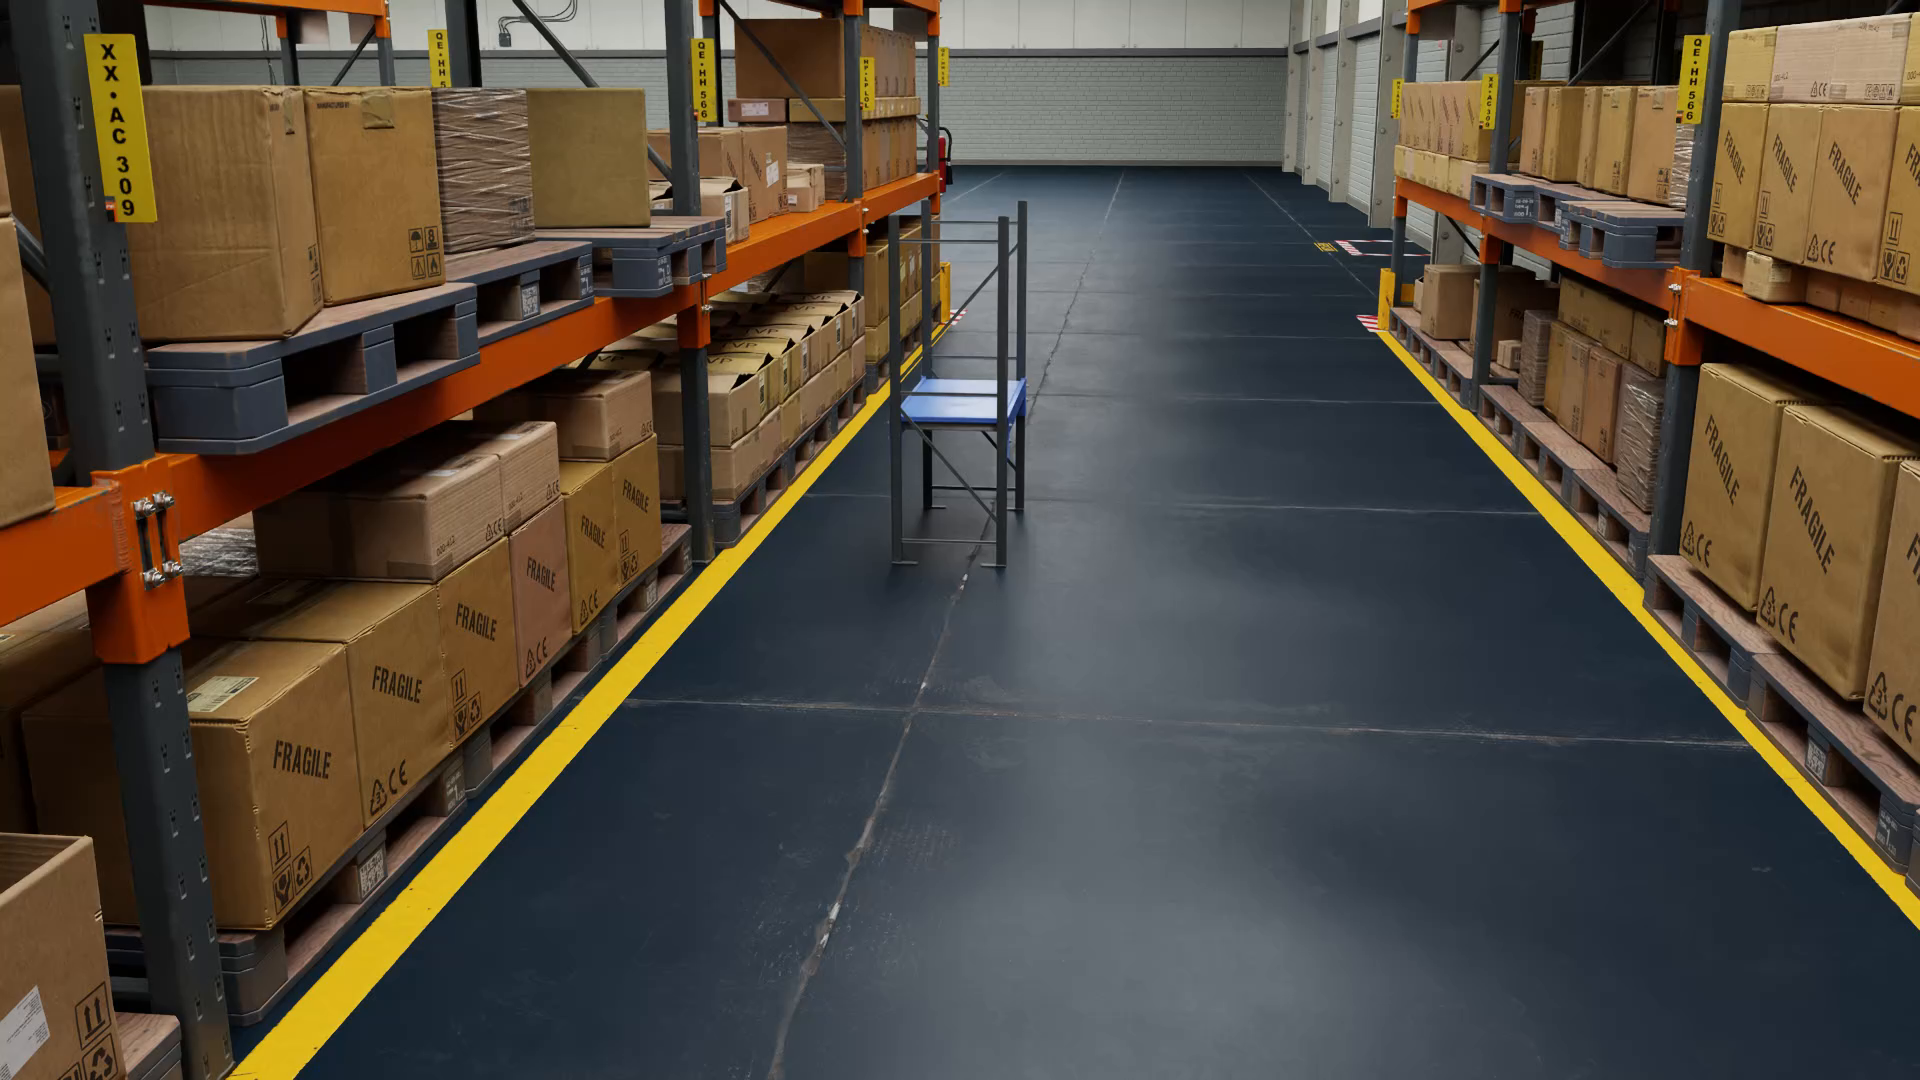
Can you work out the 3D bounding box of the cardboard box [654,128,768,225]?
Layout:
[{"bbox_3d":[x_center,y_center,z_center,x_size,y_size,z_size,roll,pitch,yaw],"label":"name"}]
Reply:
[{"bbox_3d":[-1.354,-1.985,9.066,0.500,0.500,0.500,2,15,6],"label":"cardboard box"}]

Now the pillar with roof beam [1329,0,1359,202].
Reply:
[{"bbox_3d":[2.773,-10.779,30.286,9.100,9.000,0.400,2,15,6],"label":"pillar with roof beam"}]

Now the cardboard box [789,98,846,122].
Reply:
[{"bbox_3d":[-0.912,-2.828,10.939,0.380,0.149,0.250,2,15,6],"label":"cardboard box"}]

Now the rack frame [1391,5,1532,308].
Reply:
[{"bbox_3d":[4.239,-3.295,14.100,1.000,3.000,0.127,2,15,6],"label":"rack frame"}]

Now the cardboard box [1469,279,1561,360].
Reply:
[{"bbox_3d":[3.865,-1.533,11.533,0.500,0.500,0.500,1,15,2],"label":"cardboard box"}]

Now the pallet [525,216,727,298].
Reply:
[{"bbox_3d":[-1.593,-1.094,6.330,1.213,0.211,1.003,2,15,6],"label":"pallet"}]

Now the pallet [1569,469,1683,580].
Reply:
[{"bbox_3d":[3.426,-0.076,7.540,1.003,0.211,1.213,2,15,6],"label":"pallet"}]

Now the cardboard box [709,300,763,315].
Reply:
[{"bbox_3d":[-1.491,-1.319,10.182,0.500,0.311,0.500,2,15,6],"label":"cardboard box"}]

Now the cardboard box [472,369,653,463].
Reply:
[{"bbox_3d":[-1.461,-0.468,6.157,0.500,0.250,0.500,2,15,8],"label":"cardboard box"}]

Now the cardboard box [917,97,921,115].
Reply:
[{"bbox_3d":[-0.538,-3.696,14.151,0.380,0.149,0.250,1,15,5],"label":"cardboard box"}]

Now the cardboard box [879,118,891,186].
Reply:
[{"bbox_3d":[-0.921,-2.966,12.692,0.700,0.500,0.500,2,15,8],"label":"cardboard box"}]

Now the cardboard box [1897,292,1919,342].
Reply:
[{"bbox_3d":[2.906,-0.632,4.694,0.380,0.149,0.250,2,15,7],"label":"cardboard box"}]

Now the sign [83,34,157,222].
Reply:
[{"bbox_3d":[-1.498,-0.731,2.962,0.100,0.325,0.005,2,15,6],"label":"sign"}]

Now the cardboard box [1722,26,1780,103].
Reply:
[{"bbox_3d":[3.025,-1.666,5.840,0.500,0.250,0.500,2,15,8],"label":"cardboard box"}]

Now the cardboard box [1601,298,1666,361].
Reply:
[{"bbox_3d":[3.545,-1.055,8.328,0.500,0.250,0.500,2,15,6],"label":"cardboard box"}]

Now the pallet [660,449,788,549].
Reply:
[{"bbox_3d":[-1.455,-0.231,8.112,1.003,0.211,1.213,2,15,6],"label":"pallet"}]

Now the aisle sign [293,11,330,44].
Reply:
[{"bbox_3d":[-5.888,-4.869,14.941,0.394,0.787,0.004,2,15,6],"label":"aisle sign"}]

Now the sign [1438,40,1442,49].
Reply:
[{"bbox_3d":[6.113,-6.402,21.150,0.001,0.298,0.199,2,15,6],"label":"sign"}]

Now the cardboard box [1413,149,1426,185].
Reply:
[{"bbox_3d":[3.760,-2.848,12.696,0.500,0.250,0.500,1,15,5],"label":"cardboard box"}]

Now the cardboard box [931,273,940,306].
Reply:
[{"bbox_3d":[-0.451,-2.167,14.394,0.500,0.250,0.500,2,15,6],"label":"cardboard box"}]

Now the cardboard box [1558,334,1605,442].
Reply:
[{"bbox_3d":[3.615,-0.805,8.839,0.700,0.500,0.500,2,15,7],"label":"cardboard box"}]

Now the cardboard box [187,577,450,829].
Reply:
[{"bbox_3d":[-1.692,0.410,4.346,0.500,0.500,0.500,2,15,7],"label":"cardboard box"}]

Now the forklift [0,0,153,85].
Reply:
[{"bbox_3d":[-4.338,-1.430,7.337,1.130,2.935,3.031,4,16,15],"label":"forklift"}]

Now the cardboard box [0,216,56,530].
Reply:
[{"bbox_3d":[-1.839,-0.239,2.606,0.500,0.500,0.500,2,15,7],"label":"cardboard box"}]

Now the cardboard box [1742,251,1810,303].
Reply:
[{"bbox_3d":[2.918,-0.898,5.680,0.380,0.149,0.250,2,15,8],"label":"cardboard box"}]

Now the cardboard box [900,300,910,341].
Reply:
[{"bbox_3d":[-0.659,-1.648,12.474,0.500,0.250,0.500,2,15,6],"label":"cardboard box"}]

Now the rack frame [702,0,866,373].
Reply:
[{"bbox_3d":[-1.135,-2.402,10.800,1.000,3.000,0.127,2,15,6],"label":"rack frame"}]

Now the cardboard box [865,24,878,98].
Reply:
[{"bbox_3d":[-0.978,-3.453,12.009,0.700,0.500,0.500,2,15,6],"label":"cardboard box"}]

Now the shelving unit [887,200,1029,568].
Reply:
[{"bbox_3d":[0.010,-0.746,7.548,0.538,1.500,1.048,2,15,6],"label":"shelving unit"}]

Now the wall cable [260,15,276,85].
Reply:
[{"bbox_3d":[-21.248,-13.919,47.845,3.097,2.526,0.112,2,15,6],"label":"wall cable"}]

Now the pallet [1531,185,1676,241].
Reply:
[{"bbox_3d":[3.519,-1.642,8.355,1.003,0.211,1.213,2,15,6],"label":"pallet"}]

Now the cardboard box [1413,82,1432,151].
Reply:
[{"bbox_3d":[3.756,-3.217,12.627,0.500,0.500,0.500,1,15,4],"label":"cardboard box"}]

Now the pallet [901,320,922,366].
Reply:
[{"bbox_3d":[-0.869,-1.579,13.095,1.003,0.211,1.213,2,15,6],"label":"pallet"}]

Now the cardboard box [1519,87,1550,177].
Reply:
[{"bbox_3d":[3.696,-2.387,9.709,0.700,0.500,0.500,2,15,6],"label":"cardboard box"}]

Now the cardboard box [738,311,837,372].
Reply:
[{"bbox_3d":[-1.007,-1.170,9.633,0.500,0.311,0.500,2,15,6],"label":"cardboard box"}]

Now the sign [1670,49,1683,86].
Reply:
[{"bbox_3d":[4.339,-2.801,10.056,0.100,0.325,0.005,2,15,6],"label":"sign"}]

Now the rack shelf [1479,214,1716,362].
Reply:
[{"bbox_3d":[3.562,-1.391,8.439,1.077,0.370,4.000,2,15,6],"label":"rack shelf"}]

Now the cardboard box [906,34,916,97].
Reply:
[{"bbox_3d":[-0.755,-3.980,13.957,0.700,0.500,0.500,2,15,6],"label":"cardboard box"}]

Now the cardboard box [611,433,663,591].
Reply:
[{"bbox_3d":[-1.459,-0.121,6.309,0.500,0.500,0.500,2,15,8],"label":"cardboard box"}]

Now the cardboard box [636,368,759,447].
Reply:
[{"bbox_3d":[-1.236,-0.638,7.664,0.500,0.311,0.500,2,15,8],"label":"cardboard box"}]

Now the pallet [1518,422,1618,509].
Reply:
[{"bbox_3d":[3.566,-0.392,8.707,1.003,0.211,1.213,2,15,6],"label":"pallet"}]

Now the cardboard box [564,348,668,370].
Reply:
[{"bbox_3d":[-1.720,-0.789,8.222,0.500,0.311,0.500,1,15,5],"label":"cardboard box"}]

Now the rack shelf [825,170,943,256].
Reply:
[{"bbox_3d":[-0.910,-2.574,12.812,1.077,0.370,4.000,2,15,6],"label":"rack shelf"}]

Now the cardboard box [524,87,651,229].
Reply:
[{"bbox_3d":[-1.546,-1.449,6.279,0.700,0.500,0.500,-3,16,-13],"label":"cardboard box"}]

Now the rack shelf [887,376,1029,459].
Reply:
[{"bbox_3d":[0.010,-0.572,7.595,0.538,0.185,1.000,2,15,6],"label":"rack shelf"}]

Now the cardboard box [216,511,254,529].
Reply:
[{"bbox_3d":[-2.091,0.140,5.342,0.500,0.500,0.500,1,15,4],"label":"cardboard box"}]

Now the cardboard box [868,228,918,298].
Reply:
[{"bbox_3d":[-0.605,-2.140,12.856,0.500,0.500,0.500,2,15,6],"label":"cardboard box"}]

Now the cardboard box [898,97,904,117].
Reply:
[{"bbox_3d":[-0.654,-3.429,13.162,0.380,0.149,0.250,2,15,8],"label":"cardboard box"}]

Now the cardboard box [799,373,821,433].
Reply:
[{"bbox_3d":[-1.069,-0.766,9.211,0.500,0.250,0.500,2,15,7],"label":"cardboard box"}]

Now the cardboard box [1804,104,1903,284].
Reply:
[{"bbox_3d":[2.901,-1.039,4.957,0.500,0.500,0.500,2,15,6],"label":"cardboard box"}]

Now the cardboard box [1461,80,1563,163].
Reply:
[{"bbox_3d":[3.533,-2.688,10.670,0.500,0.500,0.500,2,15,6],"label":"cardboard box"}]

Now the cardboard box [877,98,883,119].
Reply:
[{"bbox_3d":[-0.771,-3.162,12.175,0.380,0.149,0.250,1,15,5],"label":"cardboard box"}]

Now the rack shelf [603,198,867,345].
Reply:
[{"bbox_3d":[-1.361,-1.536,8.975,1.077,0.370,4.000,2,15,6],"label":"rack shelf"}]

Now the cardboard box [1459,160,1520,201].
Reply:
[{"bbox_3d":[3.540,-2.326,10.768,0.500,0.250,0.500,2,15,6],"label":"cardboard box"}]

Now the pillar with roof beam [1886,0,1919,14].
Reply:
[{"bbox_3d":[0.065,-4.554,7.266,9.100,9.000,0.400,2,15,6],"label":"pillar with roof beam"}]

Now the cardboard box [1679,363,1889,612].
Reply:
[{"bbox_3d":[3.123,-0.198,5.962,0.750,0.750,0.750,1,15,6],"label":"cardboard box"}]

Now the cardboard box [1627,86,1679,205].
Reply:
[{"bbox_3d":[3.415,-1.749,7.348,0.700,0.500,0.500,0,15,1],"label":"cardboard box"}]
